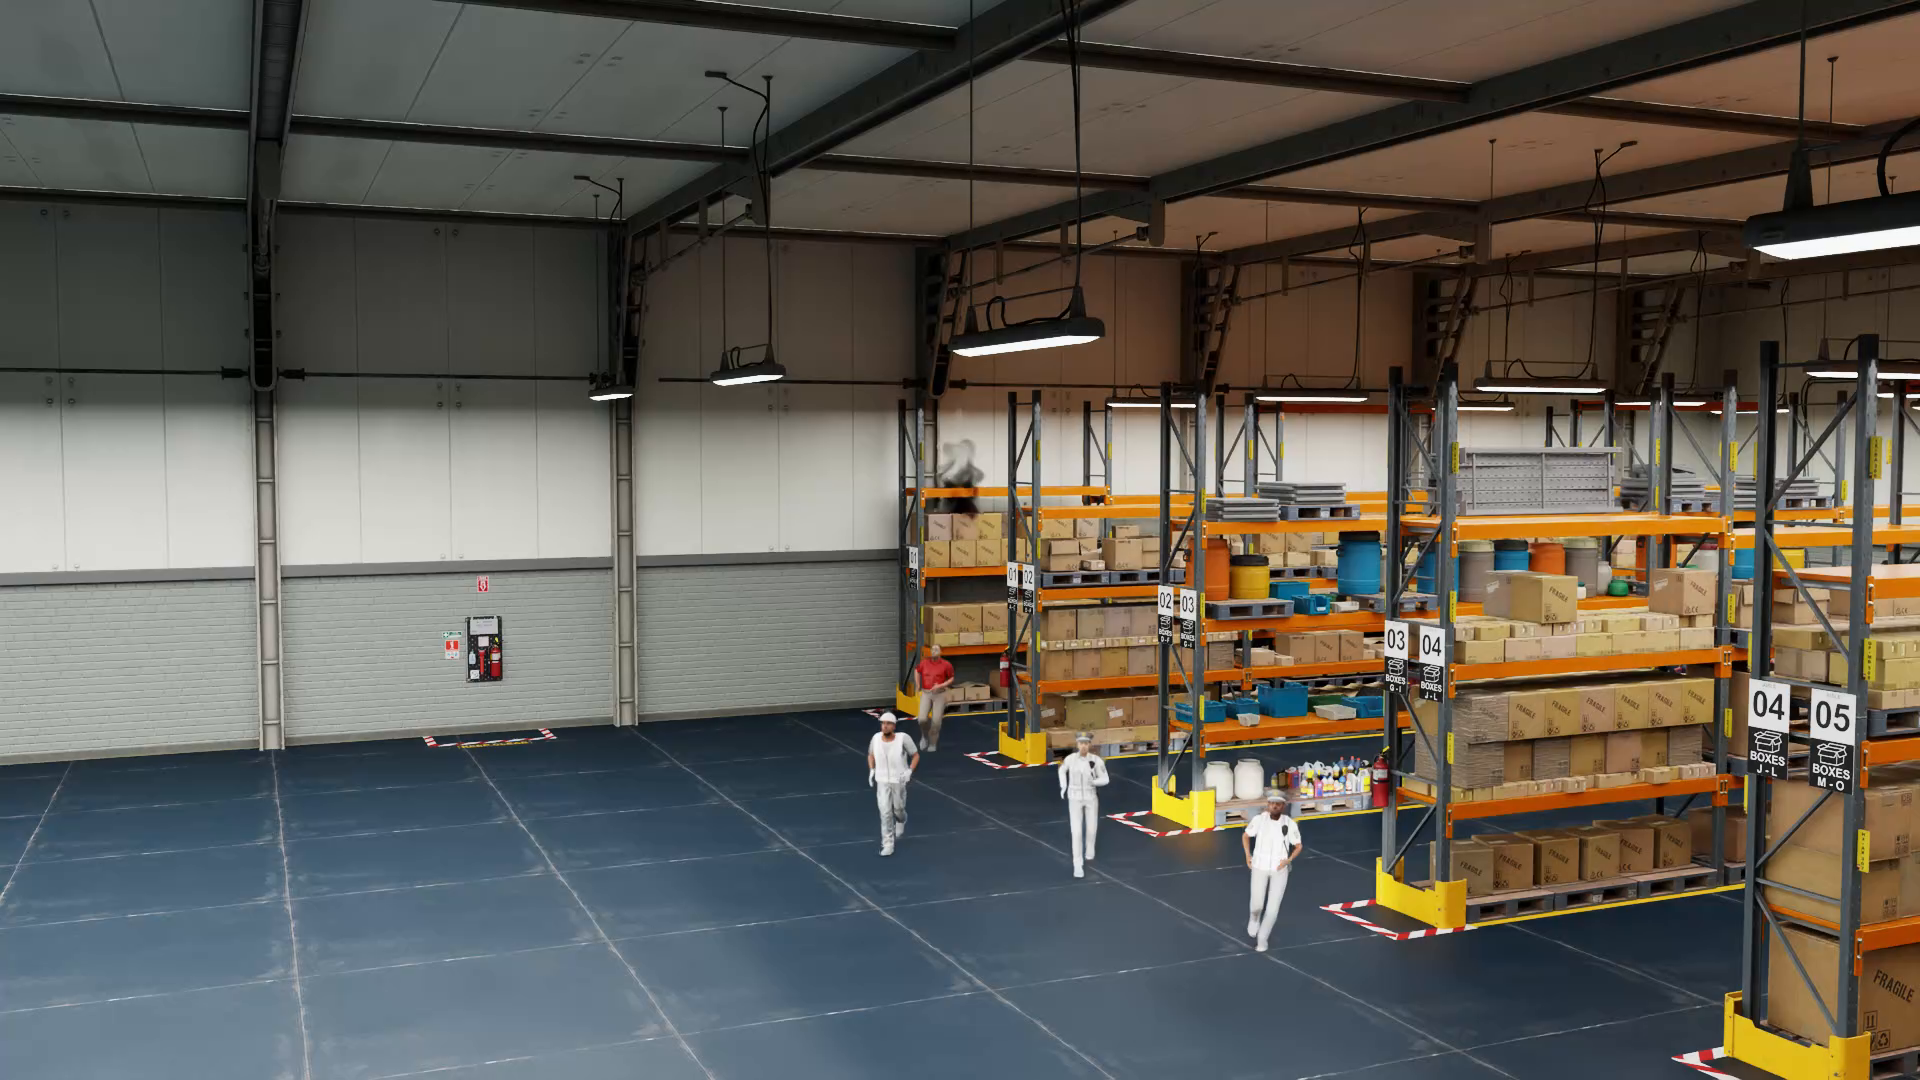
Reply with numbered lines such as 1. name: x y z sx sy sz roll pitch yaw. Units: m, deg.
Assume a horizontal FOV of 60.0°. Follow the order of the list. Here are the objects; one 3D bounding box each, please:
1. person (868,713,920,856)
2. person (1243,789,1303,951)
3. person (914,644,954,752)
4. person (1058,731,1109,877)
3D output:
1. person: -0.843 3.045 21.004 0.679 1.772 0.831 1 3 11
2. person: 3.180 3.350 16.955 0.607 1.659 0.509 1 3 13
3. person: -0.424 2.501 26.318 0.658 1.717 0.547 0 3 7
4. person: 1.486 3.126 20.021 0.616 1.676 0.936 0 3 5
